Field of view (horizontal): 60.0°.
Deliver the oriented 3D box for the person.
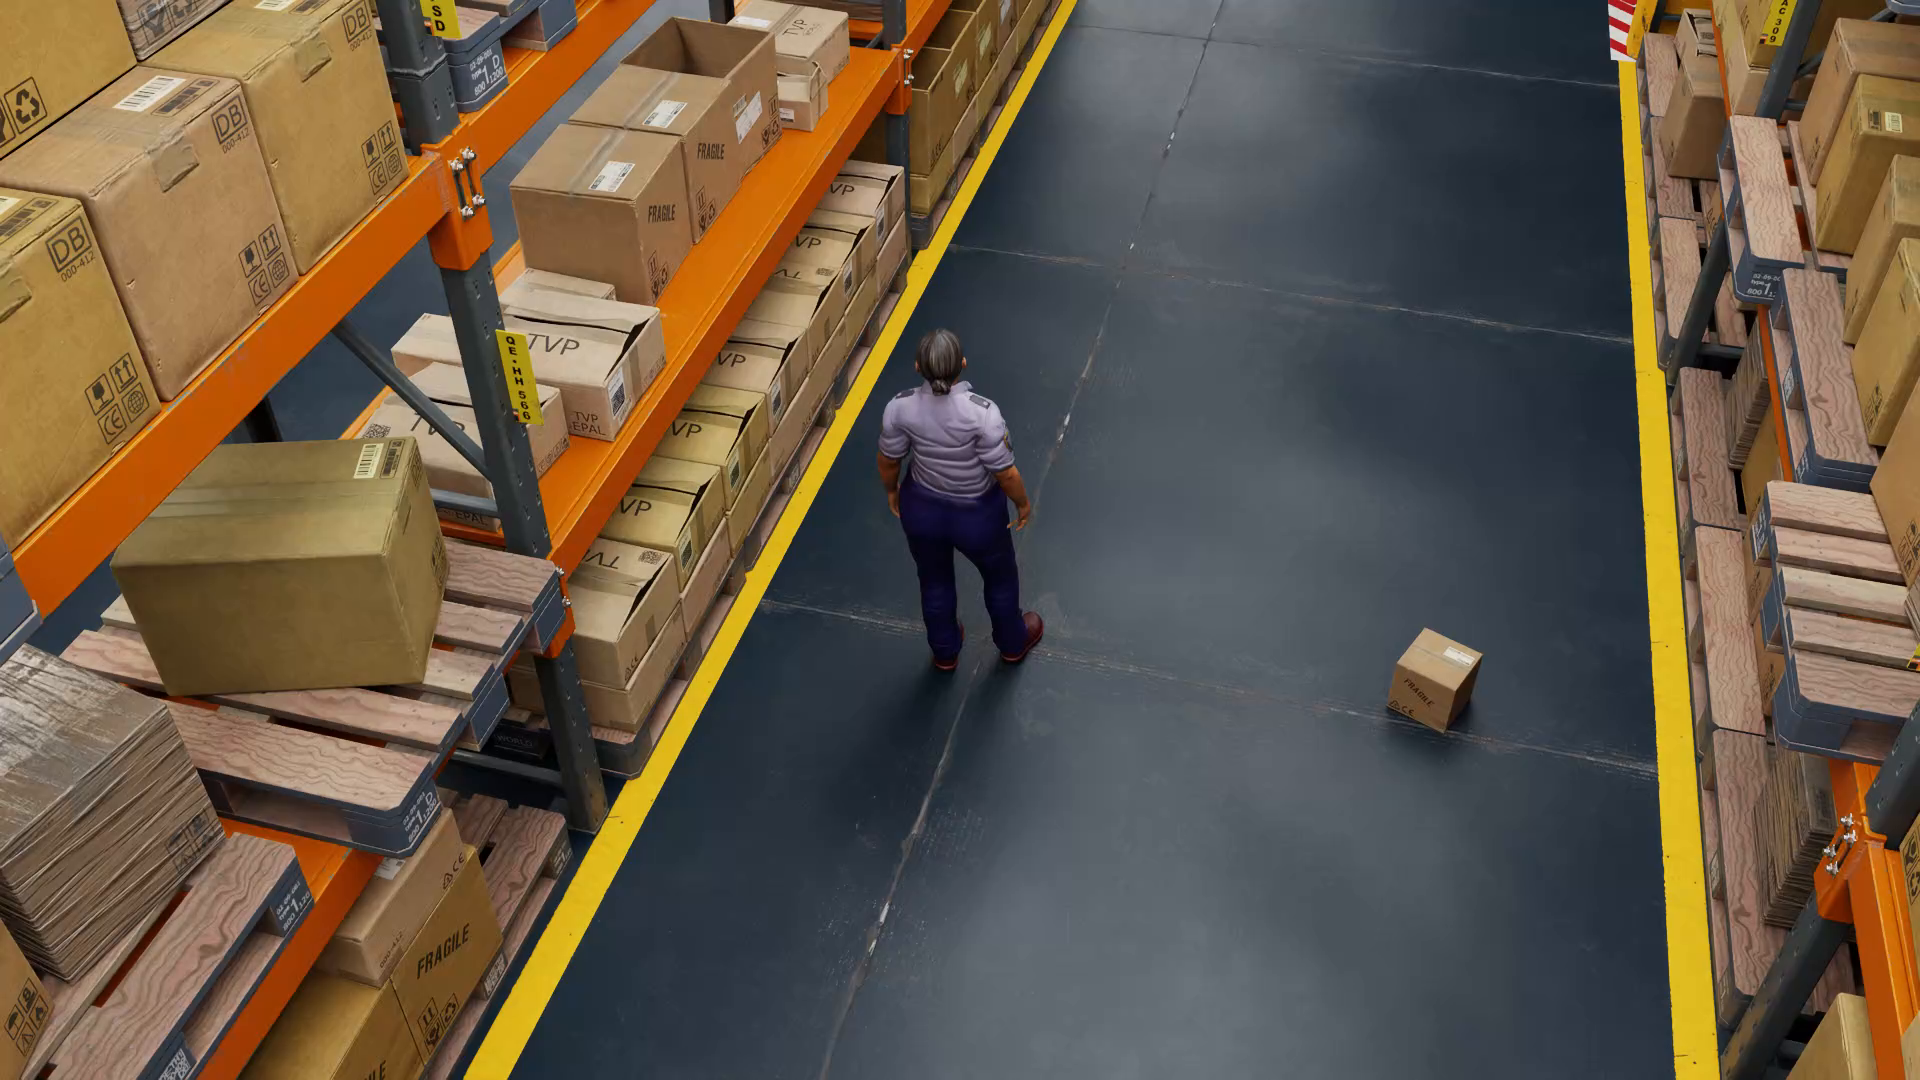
[{"bbox_3d":[0.051,0.070,6.544,0.525,1.029,0.500,10,42,11],"label":"person"}]
